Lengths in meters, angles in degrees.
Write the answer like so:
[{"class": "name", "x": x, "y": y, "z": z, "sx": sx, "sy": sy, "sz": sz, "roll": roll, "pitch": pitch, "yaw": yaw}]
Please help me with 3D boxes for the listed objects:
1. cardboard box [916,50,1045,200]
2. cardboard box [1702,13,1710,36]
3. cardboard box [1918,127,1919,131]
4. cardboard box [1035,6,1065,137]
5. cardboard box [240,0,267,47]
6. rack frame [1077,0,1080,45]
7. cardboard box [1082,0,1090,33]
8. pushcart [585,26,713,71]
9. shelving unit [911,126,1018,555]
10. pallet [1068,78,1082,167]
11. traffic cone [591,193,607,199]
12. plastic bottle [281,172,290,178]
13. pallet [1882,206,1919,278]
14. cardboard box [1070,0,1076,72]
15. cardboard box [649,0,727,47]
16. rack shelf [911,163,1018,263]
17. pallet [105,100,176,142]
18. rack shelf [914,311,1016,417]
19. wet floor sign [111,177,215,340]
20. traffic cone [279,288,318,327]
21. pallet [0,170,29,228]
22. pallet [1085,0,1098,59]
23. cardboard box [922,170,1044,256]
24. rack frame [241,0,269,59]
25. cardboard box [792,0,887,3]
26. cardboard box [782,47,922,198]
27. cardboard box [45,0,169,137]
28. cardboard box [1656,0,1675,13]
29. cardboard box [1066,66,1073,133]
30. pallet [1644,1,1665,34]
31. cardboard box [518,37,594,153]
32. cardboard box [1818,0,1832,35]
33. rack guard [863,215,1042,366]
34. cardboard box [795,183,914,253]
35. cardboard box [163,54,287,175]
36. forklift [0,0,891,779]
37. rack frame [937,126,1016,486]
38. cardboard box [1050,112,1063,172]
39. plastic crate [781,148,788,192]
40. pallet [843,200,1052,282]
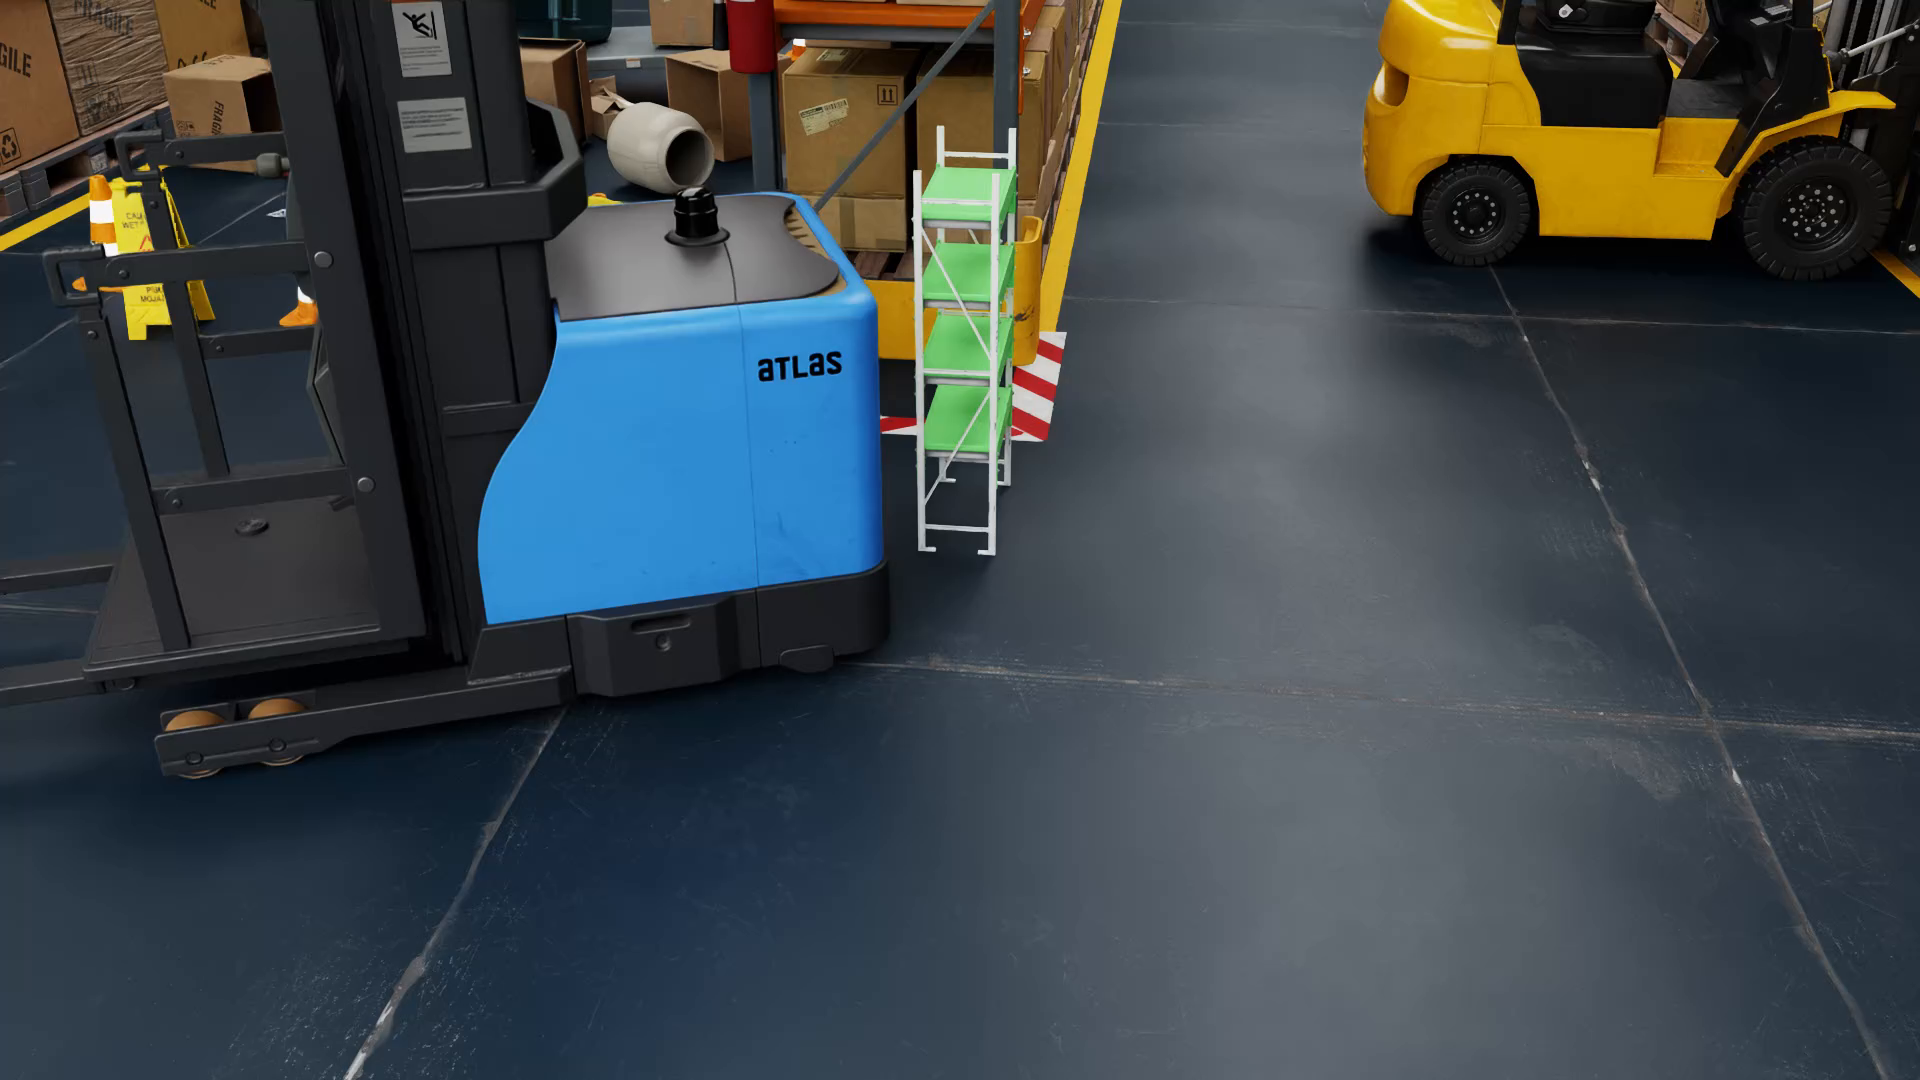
[{"class": "cardboard box", "x": 0.094, "y": -1.756, "z": 7.013, "sx": 0.500, "sy": 0.500, "sz": 0.500, "roll": 2, "pitch": 28, "yaw": 4}, {"class": "cardboard box", "x": 5.290, "y": -3.424, "z": 10.503, "sx": 0.875, "sy": 0.625, "sz": 0.625, "roll": 3, "pitch": 28, "yaw": 6}, {"class": "cardboard box", "x": 4.509, "y": -1.712, "z": 7.194, "sx": 0.500, "sy": 0.250, "sz": 0.500, "roll": 3, "pitch": 28, "yaw": 5}, {"class": "cardboard box", "x": 0.223, "y": -2.238, "z": 7.908, "sx": 0.500, "sy": 0.500, "sz": 0.500, "roll": 4, "pitch": 29, "yaw": 7}, {"class": "cardboard box", "x": -4.730, "y": -3.692, "z": 10.869, "sx": 1.050, "sy": 0.750, "sz": 0.750, "roll": 3, "pitch": 28, "yaw": 6}, {"class": "rack frame", "x": 0.208, "y": -3.960, "z": 9.438, "sx": 1.000, "sy": 3.000, "sz": 0.127, "roll": 3, "pitch": 28, "yaw": 6}, {"class": "cardboard box", "x": 0.355, "y": -3.573, "z": 11.048, "sx": 0.950, "sy": 0.372, "sz": 0.625, "roll": 5, "pitch": 29, "yaw": 9}, {"class": "pushcart", "x": -2.061, "y": -2.914, "z": 10.262, "sx": 1.648, "sy": 0.377, "sz": 0.936, "roll": -6, "pitch": 29, "yaw": -11}, {"class": "shelving unit", "x": 0.020, "y": -0.606, "z": 5.110, "sx": 0.258, "sy": 1.200, "sz": 0.503, "roll": 3, "pitch": 28, "yaw": 6}, {"class": "pallet", "x": 0.161, "y": -2.414, "z": 9.508, "sx": 1.003, "sy": 0.211, "sz": 1.213, "roll": 3, "pitch": 28, "yaw": 6}, {"class": "traffic cone", "x": -1.509, "y": -1.238, "z": 7.059, "sx": 0.336, "sy": 0.463, "sz": 0.334, "roll": 3, "pitch": 28, "yaw": 6}, {"class": "plastic bottle", "x": -3.525, "y": -1.976, "z": 8.853, "sx": 0.283, "sy": 0.061, "sz": 0.133, "roll": -6, "pitch": 29, "yaw": -11}, {"class": "pallet", "x": 4.849, "y": -1.498, "z": 7.807, "sx": 1.003, "sy": 0.211, "sz": 1.213, "roll": 3, "pitch": 28, "yaw": 6}, {"class": "cardboard box", "x": 0.342, "y": -2.731, "z": 8.822, "sx": 0.500, "sy": 0.500, "sz": 0.500, "roll": 4, "pitch": 29, "yaw": 7}, {"class": "cardboard box", "x": -1.562, "y": -3.282, "z": 10.017, "sx": 0.500, "sy": 0.500, "sz": 0.500, "roll": 3, "pitch": 28, "yaw": 6}, {"class": "rack shelf", "x": 0.020, "y": -0.972, "z": 4.913, "sx": 0.258, "sy": 0.148, "sz": 0.480, "roll": 3, "pitch": 28, "yaw": 6}, {"class": "pallet", "x": -4.888, "y": -2.619, "z": 9.889, "sx": 1.003, "sy": 0.211, "sz": 1.213, "roll": 3, "pitch": 28, "yaw": 6}, {"class": "rack shelf", "x": 0.020, "y": -0.550, "z": 5.140, "sx": 0.258, "sy": 0.148, "sz": 0.480, "roll": 3, "pitch": 28, "yaw": 6}, {"class": "wet floor sign", "x": -3.245, "y": -1.152, "z": 6.708, "sx": 0.267, "sy": 0.644, "sz": 0.232, "roll": -1, "pitch": 28, "yaw": -3}, {"class": "traffic cone", "x": -2.653, "y": -1.142, "z": 6.882, "sx": 0.336, "sy": 0.463, "sz": 0.334, "roll": 3, "pitch": 28, "yaw": 6}, {"class": "pallet", "x": -5.187, "y": -1.470, "z": 7.757, "sx": 1.003, "sy": 0.211, "sz": 1.213, "roll": 3, "pitch": 28, "yaw": 6}, {"class": "pallet", "x": 0.449, "y": -3.675, "z": 11.848, "sx": 1.003, "sy": 0.211, "sz": 1.213, "roll": 3, "pitch": 28, "yaw": 6}, {"class": "cardboard box", "x": 0.091, "y": -1.415, "z": 7.170, "sx": 0.500, "sy": 0.250, "sz": 0.500, "roll": 3, "pitch": 28, "yaw": 6}, {"class": "rack frame", "x": -4.717, "y": -4.200, "z": 9.883, "sx": 1.000, "sy": 3.000, "sz": 0.127, "roll": 3, "pitch": 28, "yaw": 6}, {"class": "cardboard box", "x": -0.448, "y": -2.155, "z": 6.352, "sx": 0.380, "sy": 0.149, "sz": 0.250, "roll": 4, "pitch": 29, "yaw": 8}, {"class": "cardboard box", "x": -0.443, "y": -1.774, "z": 7.045, "sx": 0.500, "sy": 0.500, "sz": 0.500, "roll": 4, "pitch": 29, "yaw": 7}, {"class": "cardboard box", "x": -4.970, "y": -2.733, "z": 8.958, "sx": 0.875, "sy": 0.875, "sz": 0.875, "roll": 4, "pitch": 29, "yaw": 7}, {"class": "cardboard box", "x": 5.463, "y": -4.095, "z": 11.749, "sx": 0.875, "sy": 0.625, "sz": 0.625, "roll": 4, "pitch": 29, "yaw": 8}, {"class": "cardboard box", "x": 0.347, "y": -2.389, "z": 8.978, "sx": 0.500, "sy": 0.250, "sz": 0.500, "roll": 3, "pitch": 28, "yaw": 5}, {"class": "pallet", "x": 5.485, "y": -3.943, "z": 12.347, "sx": 1.003, "sy": 0.211, "sz": 1.213, "roll": 3, "pitch": 28, "yaw": 6}, {"class": "cardboard box", "x": -2.473, "y": -2.452, "z": 9.128, "sx": 0.797, "sy": 0.637, "sz": 0.503, "roll": 3, "pitch": 28, "yaw": 6}, {"class": "cardboard box", "x": 4.692, "y": -2.638, "z": 8.386, "sx": 0.500, "sy": 0.250, "sz": 0.500, "roll": 3, "pitch": 28, "yaw": 6}, {"class": "rack guard", "x": -0.273, "y": -1.012, "z": 6.602, "sx": 1.175, "sy": 0.500, "sz": 0.348, "roll": 3, "pitch": 28, "yaw": 6}, {"class": "cardboard box", "x": -0.447, "y": -1.459, "z": 7.251, "sx": 0.500, "sy": 0.250, "sz": 0.500, "roll": 3, "pitch": 28, "yaw": 6}, {"class": "cardboard box", "x": -3.889, "y": -2.310, "z": 9.008, "sx": 0.500, "sy": 0.500, "sz": 0.500, "roll": 8, "pitch": 29, "yaw": 15}, {"class": "forklift", "x": -1.769, "y": -0.975, "z": 3.970, "sx": 3.031, "sy": 2.935, "sz": 1.130, "roll": -8, "pitch": 29, "yaw": -14}, {"class": "rack frame", "x": 0.050, "y": -0.721, "z": 5.323, "sx": 0.240, "sy": 1.200, "sz": 0.015, "roll": 3, "pitch": 28, "yaw": 6}, {"class": "cardboard box", "x": 0.216, "y": -1.912, "z": 8.093, "sx": 0.500, "sy": 0.250, "sz": 0.500, "roll": 5, "pitch": 29, "yaw": 10}, {"class": "plastic crate", "x": -0.798, "y": -1.983, "z": 8.847, "sx": 0.402, "sy": 0.080, "sz": 0.583, "roll": -6, "pitch": 29, "yaw": -11}, {"class": "pallet", "x": -0.138, "y": -1.265, "z": 7.376, "sx": 1.003, "sy": 0.211, "sz": 1.213, "roll": 3, "pitch": 28, "yaw": 6}]
